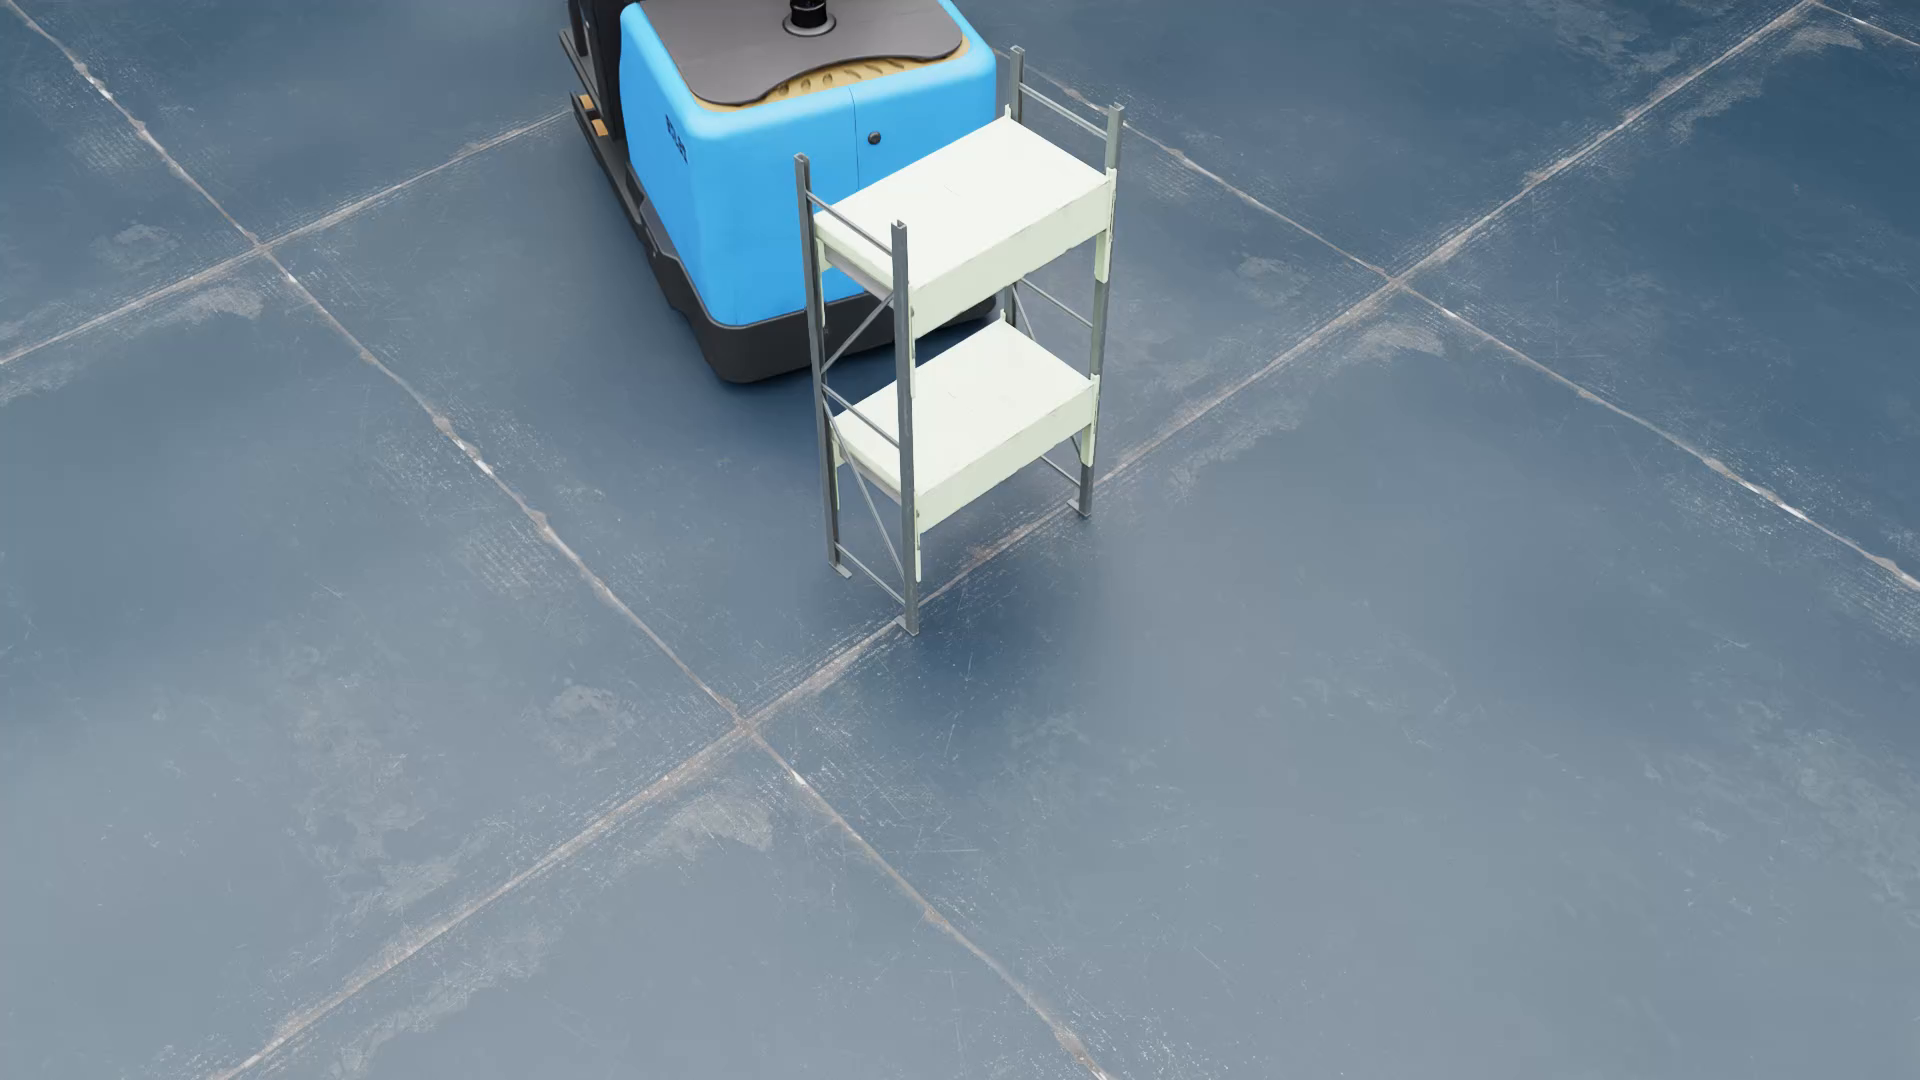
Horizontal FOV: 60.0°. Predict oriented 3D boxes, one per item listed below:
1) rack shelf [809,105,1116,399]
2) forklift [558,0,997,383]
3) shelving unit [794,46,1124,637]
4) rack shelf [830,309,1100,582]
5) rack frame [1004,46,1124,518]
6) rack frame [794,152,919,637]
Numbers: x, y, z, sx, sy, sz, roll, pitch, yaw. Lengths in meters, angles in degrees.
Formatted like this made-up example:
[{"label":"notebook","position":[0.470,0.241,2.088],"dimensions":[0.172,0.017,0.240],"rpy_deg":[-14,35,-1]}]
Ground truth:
[{"label":"rack shelf","position":[0.005,-0.777,4.415],"dimensions":[0.720,0.370,0.431],"rpy_deg":[-34,56,-27]},{"label":"forklift","position":[-0.922,-2.627,5.680],"dimensions":[1.130,2.935,3.031],"rpy_deg":[-18,50,-16]},{"label":"shelving unit","position":[0.005,-0.512,4.702],"dimensions":[0.755,1.500,0.431],"rpy_deg":[-34,56,-27]},{"label":"rack shelf","position":[0.005,-0.291,4.941],"dimensions":[0.720,0.370,0.431],"rpy_deg":[-34,56,-27]},{"label":"rack frame","position":[0.276,-0.693,4.869],"dimensions":[0.023,1.500,0.400],"rpy_deg":[-34,56,-27]},{"label":"rack frame","position":[-0.266,-0.331,4.535],"dimensions":[0.023,1.500,0.400],"rpy_deg":[-34,56,-27]}]
